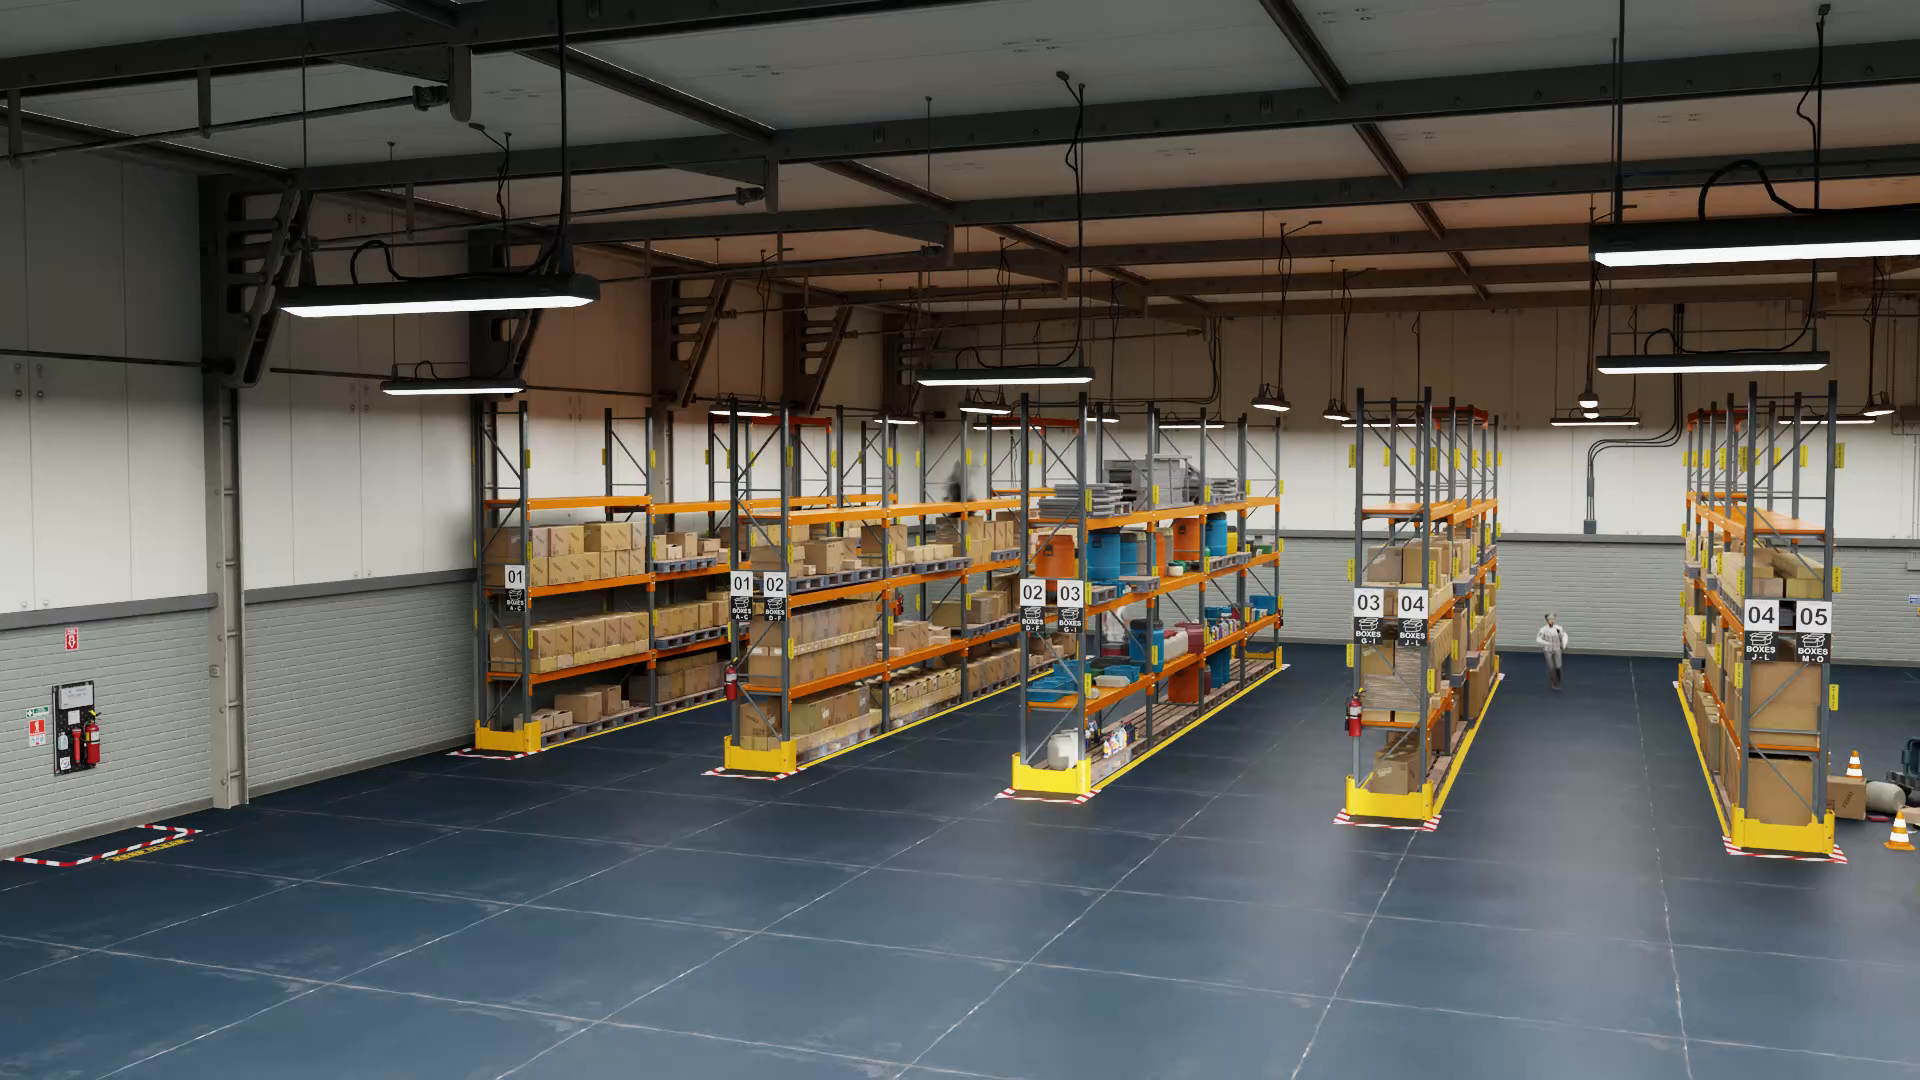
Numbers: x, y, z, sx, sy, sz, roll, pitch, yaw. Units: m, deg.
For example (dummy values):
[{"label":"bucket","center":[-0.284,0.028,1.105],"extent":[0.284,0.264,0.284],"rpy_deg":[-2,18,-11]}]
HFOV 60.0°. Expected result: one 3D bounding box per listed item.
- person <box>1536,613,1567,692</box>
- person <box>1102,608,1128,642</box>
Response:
[{"label":"person","center":[12.784,2.426,35.917],"extent":[0.643,1.704,0.588],"rpy_deg":[1,3,15]},{"label":"person","center":[3.625,2.226,39.153],"extent":[0.669,1.754,0.605],"rpy_deg":[1,3,14]}]
